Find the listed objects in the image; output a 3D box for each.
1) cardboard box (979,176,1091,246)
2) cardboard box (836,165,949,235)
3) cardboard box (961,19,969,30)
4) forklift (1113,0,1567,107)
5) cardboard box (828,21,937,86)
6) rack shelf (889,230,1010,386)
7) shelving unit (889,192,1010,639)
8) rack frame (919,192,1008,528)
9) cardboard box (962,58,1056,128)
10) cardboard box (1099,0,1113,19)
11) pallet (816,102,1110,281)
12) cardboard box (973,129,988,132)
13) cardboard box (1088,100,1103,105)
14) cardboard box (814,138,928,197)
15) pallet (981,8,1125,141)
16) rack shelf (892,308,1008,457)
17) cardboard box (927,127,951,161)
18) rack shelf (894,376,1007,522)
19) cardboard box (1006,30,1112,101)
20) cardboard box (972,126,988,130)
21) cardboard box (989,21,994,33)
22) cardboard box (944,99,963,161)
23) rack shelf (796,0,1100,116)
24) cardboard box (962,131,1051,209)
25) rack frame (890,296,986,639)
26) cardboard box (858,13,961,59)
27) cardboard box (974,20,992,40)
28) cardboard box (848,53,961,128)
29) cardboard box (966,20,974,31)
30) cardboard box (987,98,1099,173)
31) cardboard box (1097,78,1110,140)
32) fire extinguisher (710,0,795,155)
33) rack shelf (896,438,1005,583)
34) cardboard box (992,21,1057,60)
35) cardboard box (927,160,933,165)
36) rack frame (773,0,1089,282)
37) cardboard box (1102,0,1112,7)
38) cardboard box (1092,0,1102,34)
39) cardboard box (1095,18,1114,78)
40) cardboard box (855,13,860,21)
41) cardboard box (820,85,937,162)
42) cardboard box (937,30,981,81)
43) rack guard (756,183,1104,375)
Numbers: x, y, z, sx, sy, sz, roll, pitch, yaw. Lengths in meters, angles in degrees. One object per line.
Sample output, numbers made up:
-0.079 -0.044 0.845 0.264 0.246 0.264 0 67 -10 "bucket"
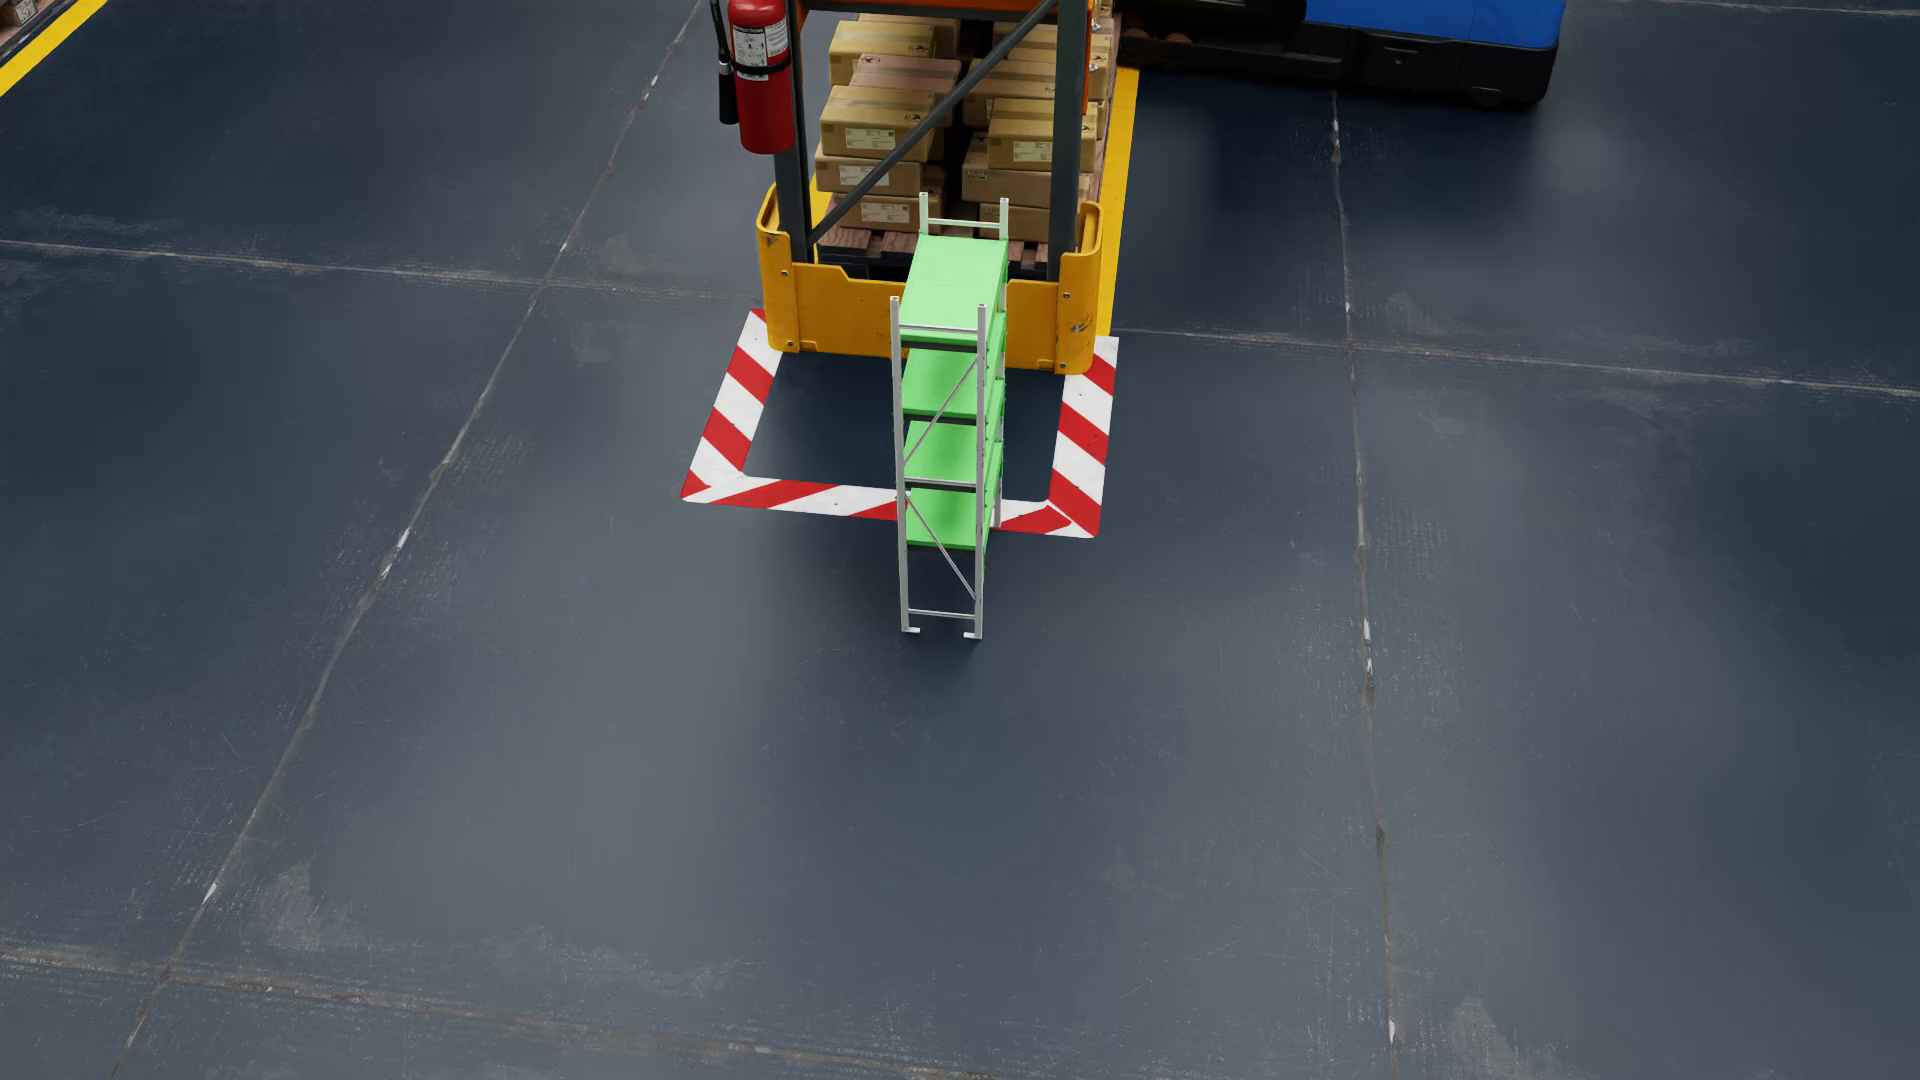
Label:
0.277 -1.228 6.134 0.380 0.149 0.250 6 44 6 "cardboard box"
-0.247 -1.278 6.186 0.380 0.149 0.250 6 44 6 "cardboard box"
-0.148 -2.275 7.023 0.380 0.149 0.250 7 44 8 "cardboard box"
1.181 -3.496 6.810 3.031 2.935 1.130 11 44 11 "forklift"
-0.292 -1.854 6.362 0.380 0.149 0.250 4 44 5 "cardboard box"
-0.022 -0.625 4.432 0.258 0.148 0.480 5 44 6 "rack shelf"
-0.022 -0.323 4.718 0.258 1.200 0.503 5 44 6 "shelving unit"
0.010 -0.489 4.894 0.240 1.200 0.015 5 44 6 "rack frame"
0.214 -1.641 6.137 0.380 0.149 0.250 6 44 6 "cardboard box"
0.468 -2.284 7.248 0.380 0.149 0.250 5 44 6 "cardboard box"
0.043 -1.373 6.546 1.003 0.211 1.213 5 44 6 "pallet"
0.257 -1.584 6.509 0.380 0.149 0.250 6 44 6 "cardboard box"
0.393 -1.863 6.588 0.380 0.149 0.250 7 44 7 "cardboard box"
-0.323 -1.394 6.092 0.380 0.149 0.250 4 44 4 "cardboard box"
0.207 -2.202 7.422 1.003 0.211 1.213 5 44 6 "pallet"
-0.022 -0.451 4.597 0.258 0.148 0.480 5 44 6 "rack shelf"
-0.235 -1.567 6.275 0.380 0.149 0.250 4 44 5 "cardboard box"
-0.022 -0.276 4.762 0.258 0.148 0.480 5 44 6 "rack shelf"
0.374 -1.801 6.306 0.380 0.149 0.250 5 44 5 "cardboard box"
0.251 -1.698 6.414 0.380 0.149 0.250 6 44 6 "cardboard box"
0.328 -2.241 6.987 0.380 0.149 0.250 7 44 8 "cardboard box"
-0.193 -1.635 6.563 0.380 0.149 0.250 5 44 5 "cardboard box"
0.155 -2.885 6.638 1.077 0.370 4.000 5 44 6 "rack shelf"
0.214 -1.342 6.037 0.380 0.149 0.250 7 44 7 "cardboard box"
-0.054 -0.156 4.543 0.240 1.200 0.015 5 44 6 "rack frame"
-0.195 -2.025 6.542 0.380 0.149 0.250 4 44 4 "cardboard box"
-0.038 -2.333 7.301 0.380 0.149 0.250 6 44 7 "cardboard box"
-0.201 -1.666 6.163 0.380 0.149 0.250 6 44 6 "cardboard box"
-0.145 -2.168 7.126 0.380 0.149 0.250 6 44 6 "cardboard box"
0.297 -1.442 5.927 0.380 0.149 0.250 3 44 4 "cardboard box"
0.399 -1.748 6.683 0.380 0.149 0.250 6 44 6 "cardboard box"
-0.600 -1.490 4.969 0.296 0.674 0.183 5 44 6 "fire extinguisher"
-0.022 -0.102 4.927 0.258 0.148 0.480 5 44 6 "rack shelf"
0.325 -1.978 6.493 0.380 0.149 0.250 3 44 3 "cardboard box"
-0.313 -1.462 6.381 0.380 0.149 0.250 6 44 7 "cardboard box"
-0.109 -1.783 4.951 1.000 3.000 0.127 5 44 6 "rack frame"
0.451 -2.341 6.876 0.380 0.149 0.250 6 44 6 "cardboard box"
0.371 -2.166 6.691 0.380 0.149 0.250 7 44 7 "cardboard box"
0.457 -2.093 7.046 0.380 0.149 0.250 3 44 3 "cardboard box"
-0.215 -2.213 6.741 0.380 0.149 0.250 7 44 7 "cardboard box"
-0.291 -1.500 5.988 0.380 0.149 0.250 6 44 6 "cardboard box"
-0.118 -1.922 6.650 0.380 0.149 0.250 5 44 5 "cardboard box"
-0.099 -0.927 5.865 1.175 0.500 0.348 5 44 6 "rack guard"
